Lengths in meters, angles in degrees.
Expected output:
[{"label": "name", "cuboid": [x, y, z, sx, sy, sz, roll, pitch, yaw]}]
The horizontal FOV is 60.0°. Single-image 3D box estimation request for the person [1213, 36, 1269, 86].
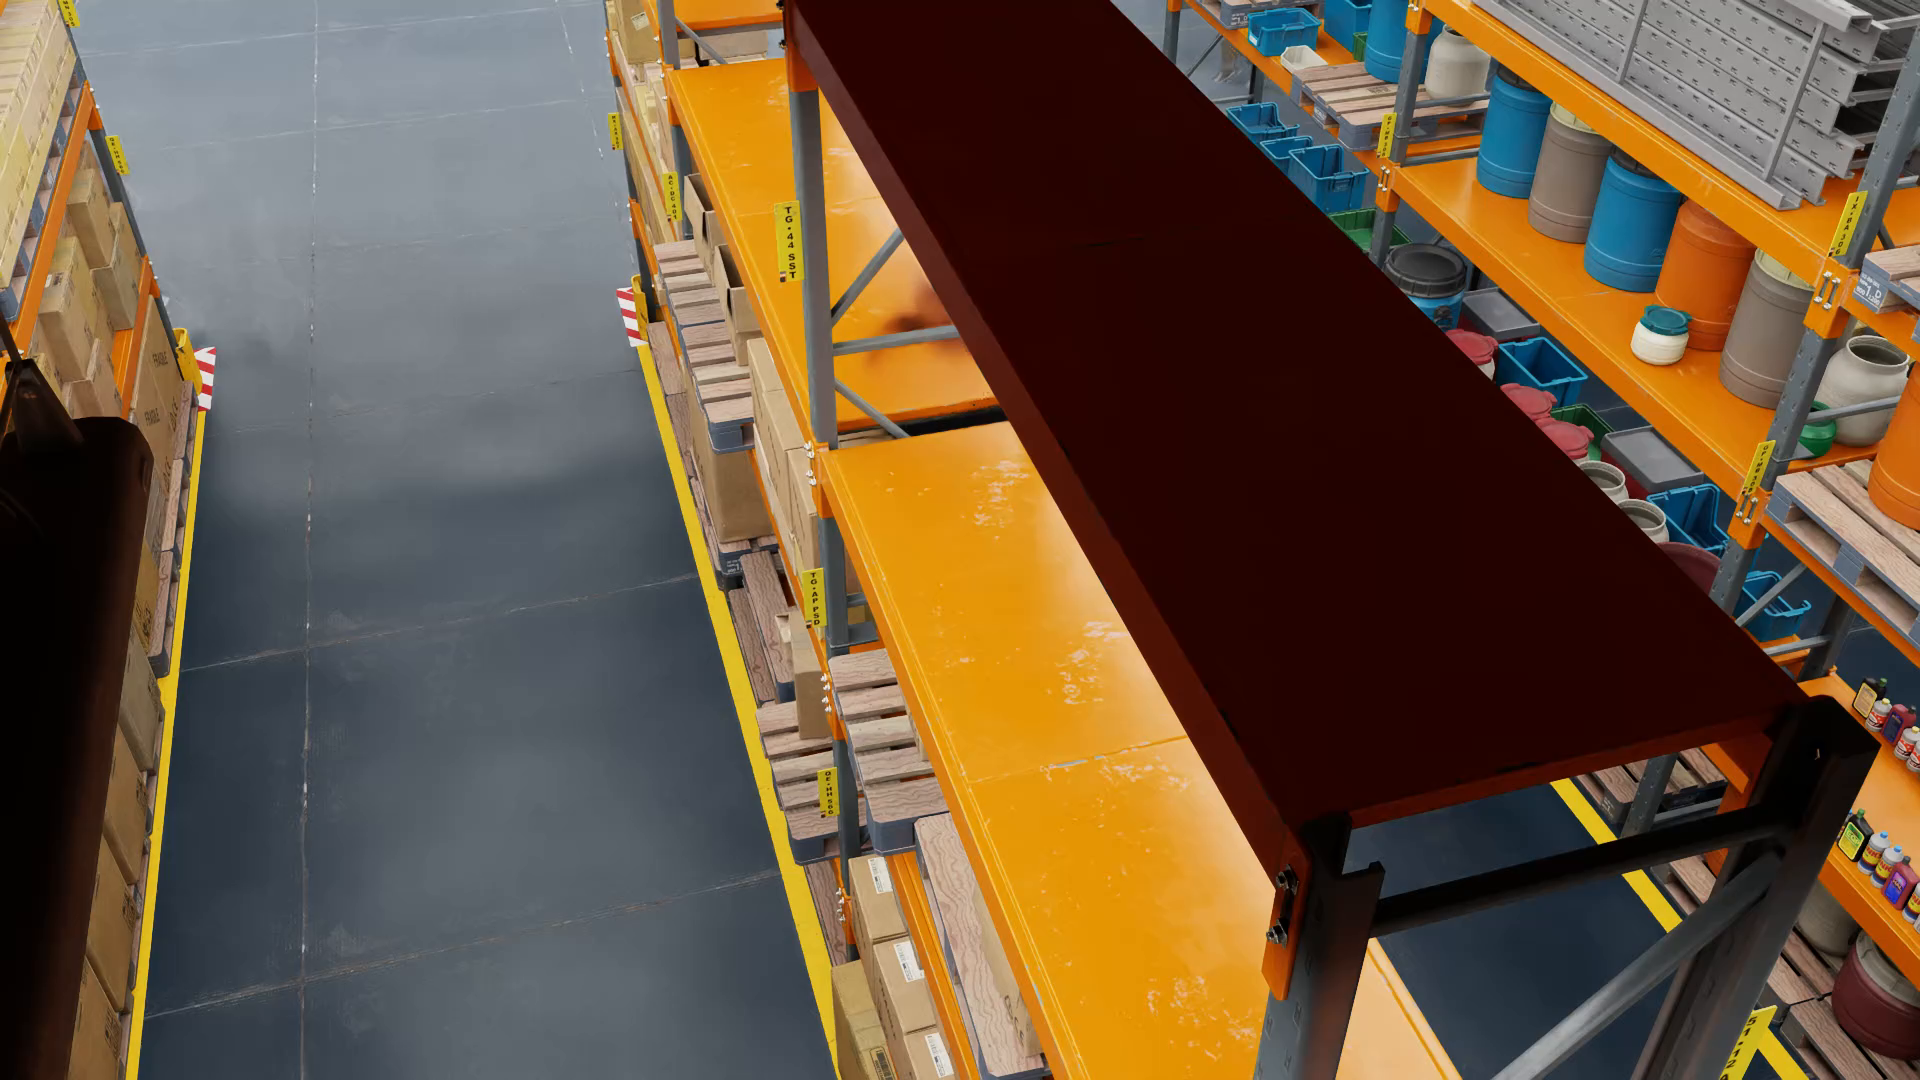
[{"label": "person", "cuboid": [3.270, -5.992, 19.052, 0.693, 1.773, 0.601, 9, 39, 11]}]
